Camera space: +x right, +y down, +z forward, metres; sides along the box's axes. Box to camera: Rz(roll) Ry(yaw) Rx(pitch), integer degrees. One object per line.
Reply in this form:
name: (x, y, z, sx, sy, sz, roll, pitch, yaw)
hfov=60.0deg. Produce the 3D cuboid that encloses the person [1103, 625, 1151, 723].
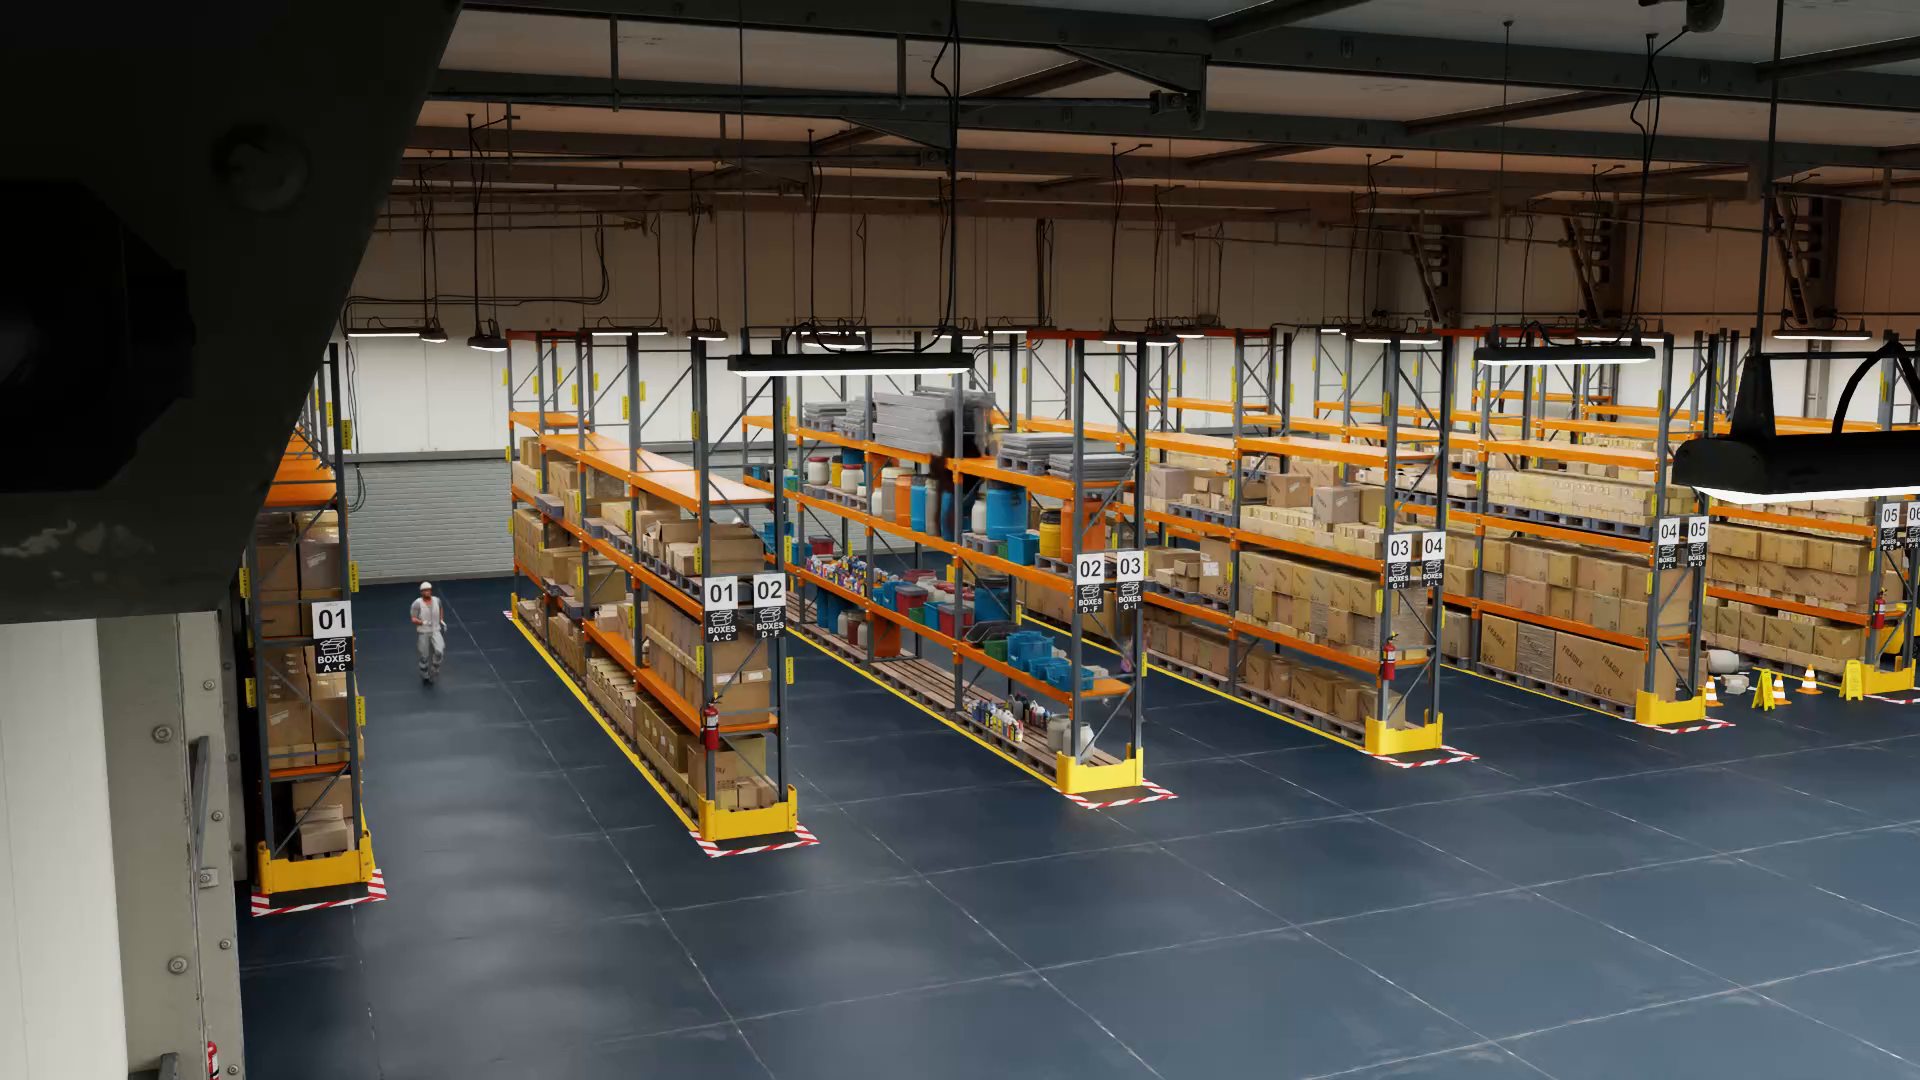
person: (2.604, 2.055, 26.087, 0.863, 1.551, 0.550, 5, 9, 31)

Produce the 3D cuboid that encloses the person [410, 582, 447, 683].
person: (-9.061, 1.586, 28.433, 0.643, 1.766, 0.776, -5, 9, -33)

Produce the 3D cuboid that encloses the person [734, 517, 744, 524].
person: (-4.942, 0.345, 37.769, 0.560, 1.761, 0.685, 0, 8, 3)
